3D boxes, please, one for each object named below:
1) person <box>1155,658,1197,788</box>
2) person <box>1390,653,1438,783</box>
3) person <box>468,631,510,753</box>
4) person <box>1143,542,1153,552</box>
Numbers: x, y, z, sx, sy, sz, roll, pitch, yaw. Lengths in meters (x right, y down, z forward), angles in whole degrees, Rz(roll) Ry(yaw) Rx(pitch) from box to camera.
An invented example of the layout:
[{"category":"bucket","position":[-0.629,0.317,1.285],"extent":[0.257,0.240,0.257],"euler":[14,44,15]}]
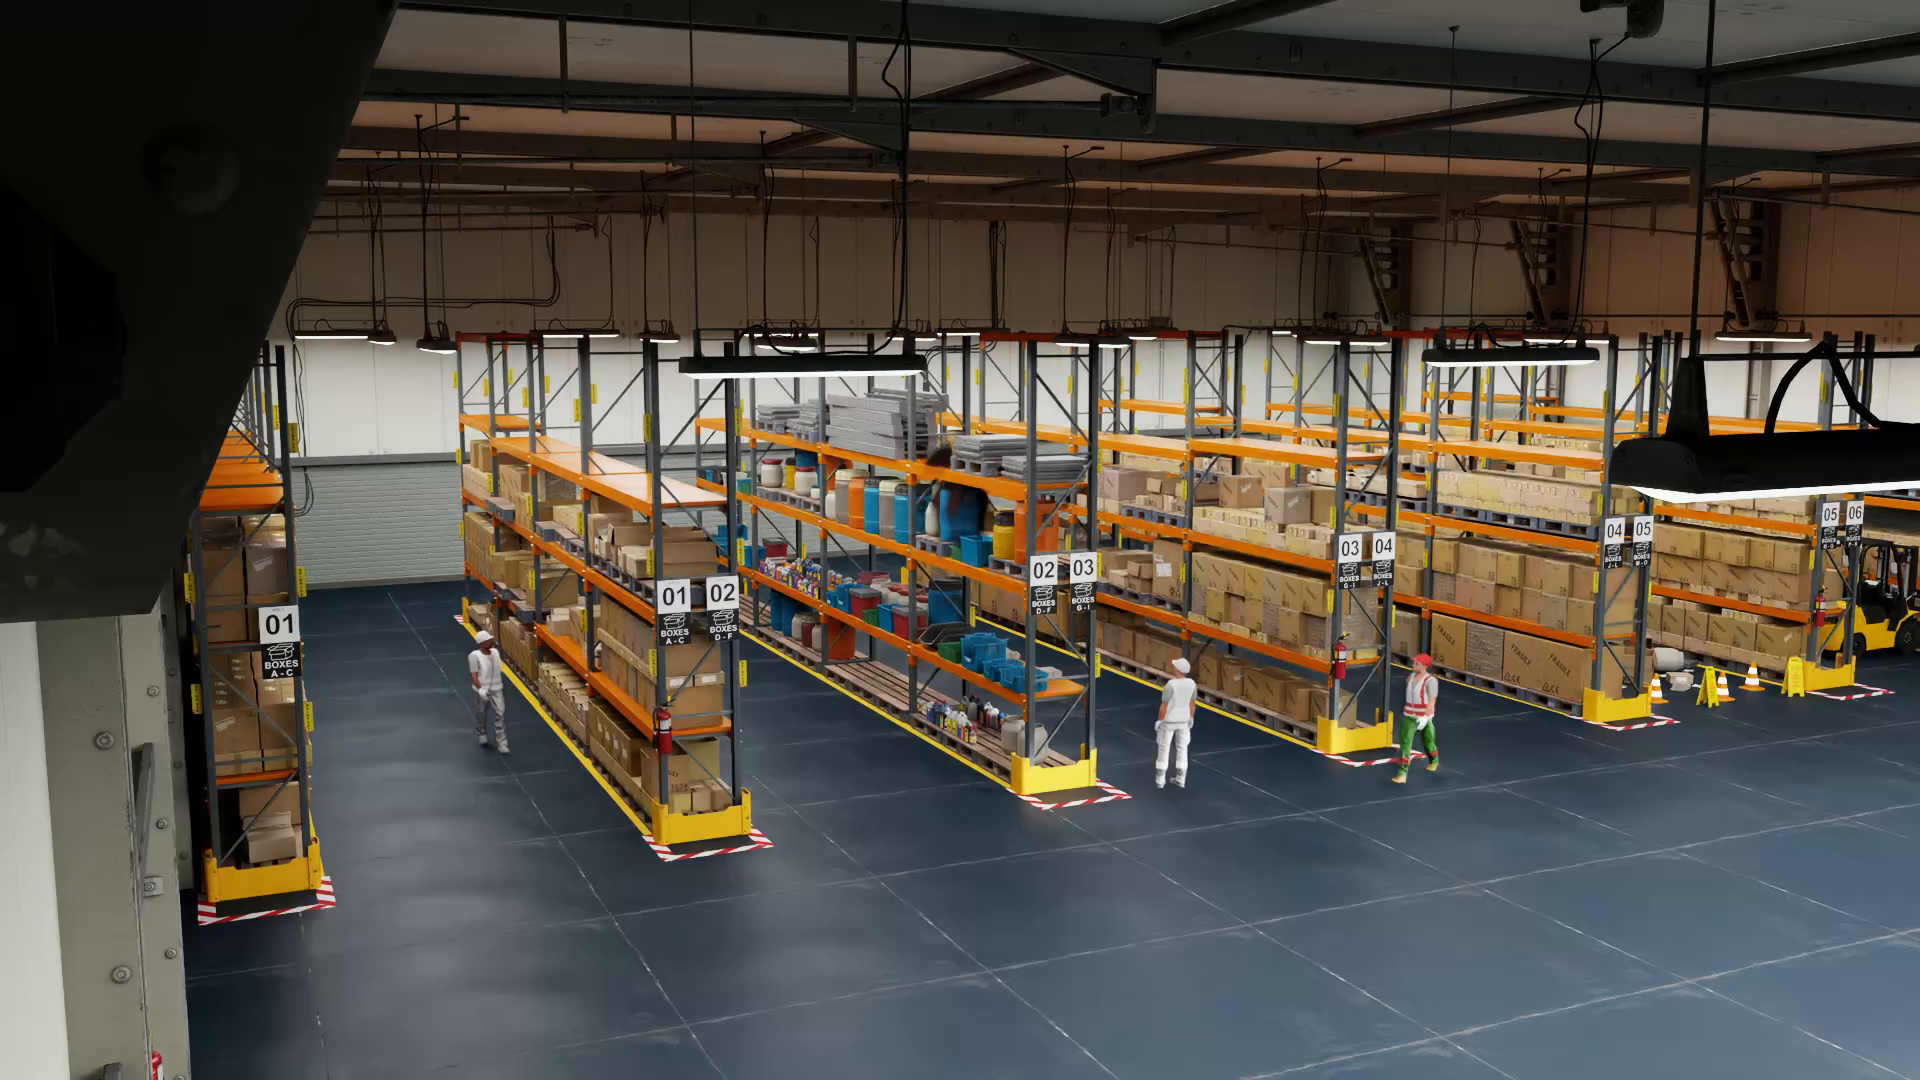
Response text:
[{"category":"person","position":[2.899,2.450,22.352],"extent":[0.567,1.783,0.453],"euler":[-1,8,-7]},{"category":"person","position":[6.264,2.416,22.661],"extent":[0.486,1.756,1.052],"euler":[5,9,35]},{"category":"person","position":[-6.891,2.194,24.234],"extent":[0.488,1.739,0.972],"euler":[-4,9,-26]},{"category":"person","position":[4.881,-0.194,41.996],"extent":[1.025,1.727,0.598],"euler":[0,8,-2]}]
